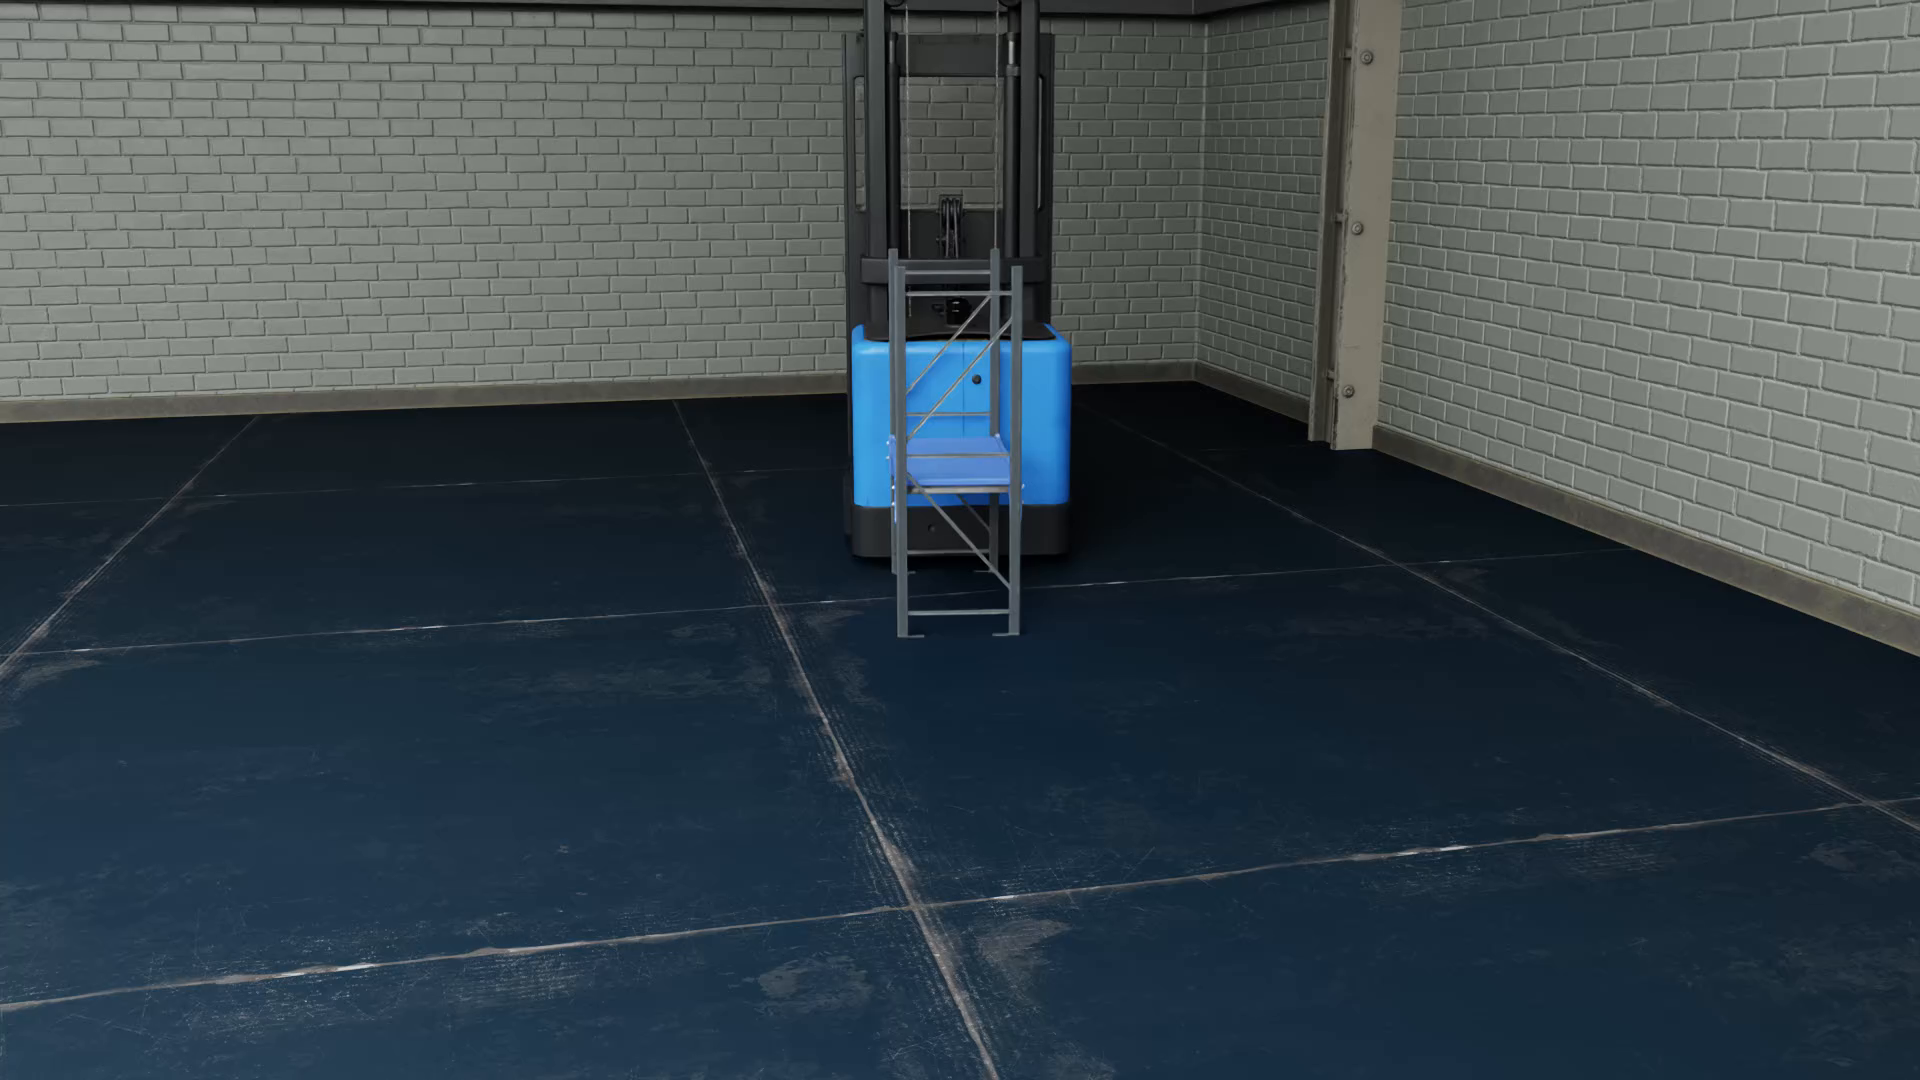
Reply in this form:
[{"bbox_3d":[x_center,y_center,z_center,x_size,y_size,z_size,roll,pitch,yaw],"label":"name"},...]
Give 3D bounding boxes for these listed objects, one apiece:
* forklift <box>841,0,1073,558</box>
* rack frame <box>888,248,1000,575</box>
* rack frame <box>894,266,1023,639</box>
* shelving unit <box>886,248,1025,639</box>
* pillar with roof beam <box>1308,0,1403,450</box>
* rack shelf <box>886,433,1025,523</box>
[{"bbox_3d":[-0.077,-1.636,8.948,1.130,2.935,3.031,-1,14,-4],"label":"forklift"},{"bbox_3d":[-0.070,-0.573,7.614,0.500,1.500,0.032,-1,14,-4],"label":"rack frame"},{"bbox_3d":[-0.005,-0.333,6.628,0.500,1.500,0.032,-1,14,-4],"label":"rack frame"},{"bbox_3d":[-0.037,-0.453,7.121,0.538,1.500,1.048,-1,14,-4],"label":"shelving unit"},{"bbox_3d":[-1.649,-4.771,8.996,9.100,9.000,0.400,-3,14,-13],"label":"pillar with roof beam"},{"bbox_3d":[-0.037,-0.278,7.164,0.538,0.185,1.000,-1,14,-4],"label":"rack shelf"}]
